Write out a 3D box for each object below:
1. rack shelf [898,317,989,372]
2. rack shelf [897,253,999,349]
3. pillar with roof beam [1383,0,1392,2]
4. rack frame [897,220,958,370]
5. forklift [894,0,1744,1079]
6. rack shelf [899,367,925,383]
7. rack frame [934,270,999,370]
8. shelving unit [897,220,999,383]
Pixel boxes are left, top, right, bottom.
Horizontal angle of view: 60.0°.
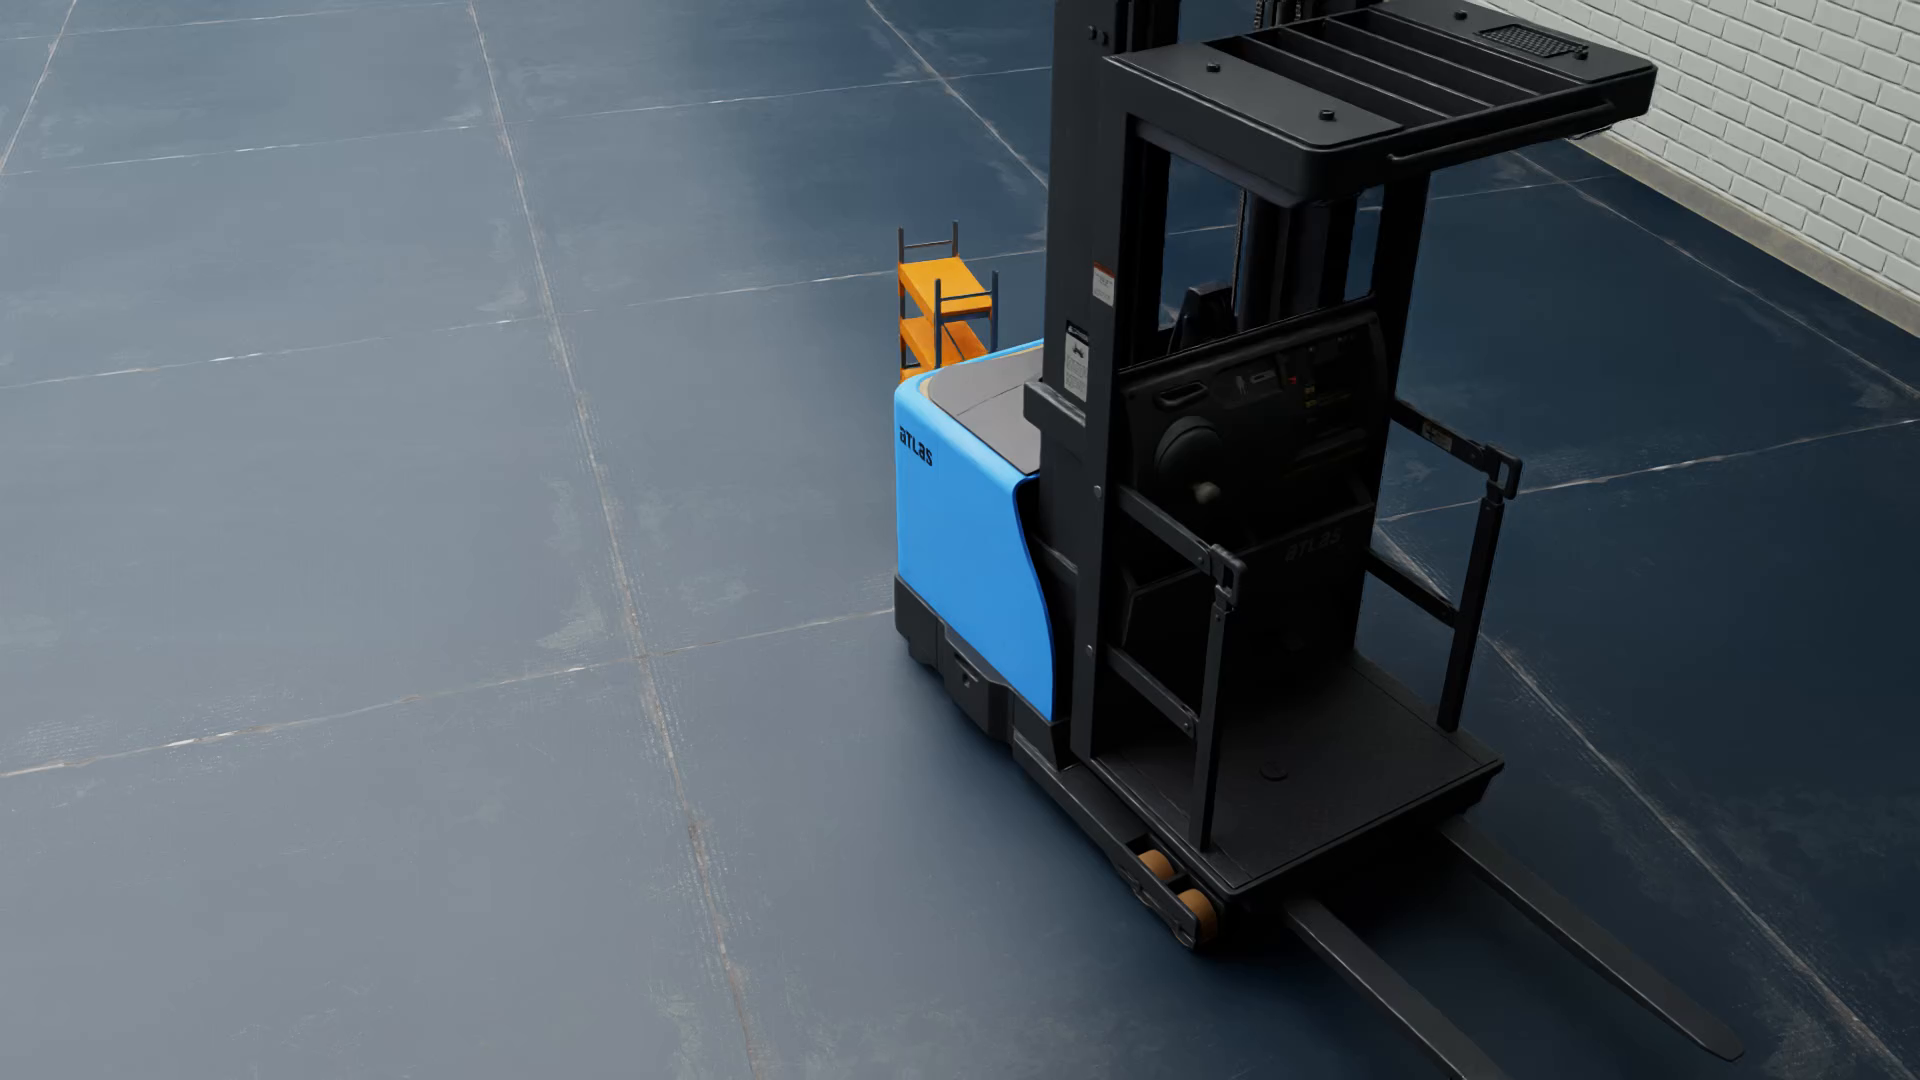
[{"bbox_3d":[-0.051,-0.718,6.465,0.258,0.148,0.480,-10,35,-15],"label":"rack shelf"},{"bbox_3d":[-0.051,-0.915,6.334,0.258,0.148,0.480,-10,35,-15],"label":"rack shelf"},{"bbox_3d":[-1.073,-6.816,8.902,9.100,9.000,0.400,-10,35,-15],"label":"pillar with roof beam"},{"bbox_3d":[-0.125,-0.716,6.745,0.240,1.200,0.015,-10,35,-15],"label":"rack frame"},{"bbox_3d":[0.964,-0.316,4.570,1.130,2.935,3.031,-19,38,-26],"label":"forklift"},{"bbox_3d":[-0.051,-0.531,6.588,0.258,0.148,0.480,-10,35,-15],"label":"rack shelf"},{"bbox_3d":[0.024,-0.459,6.357,0.240,1.200,0.015,-10,35,-15],"label":"rack frame"},{"bbox_3d":[-0.051,-0.587,6.551,0.258,1.200,0.503,-10,35,-15],"label":"shelving unit"}]
